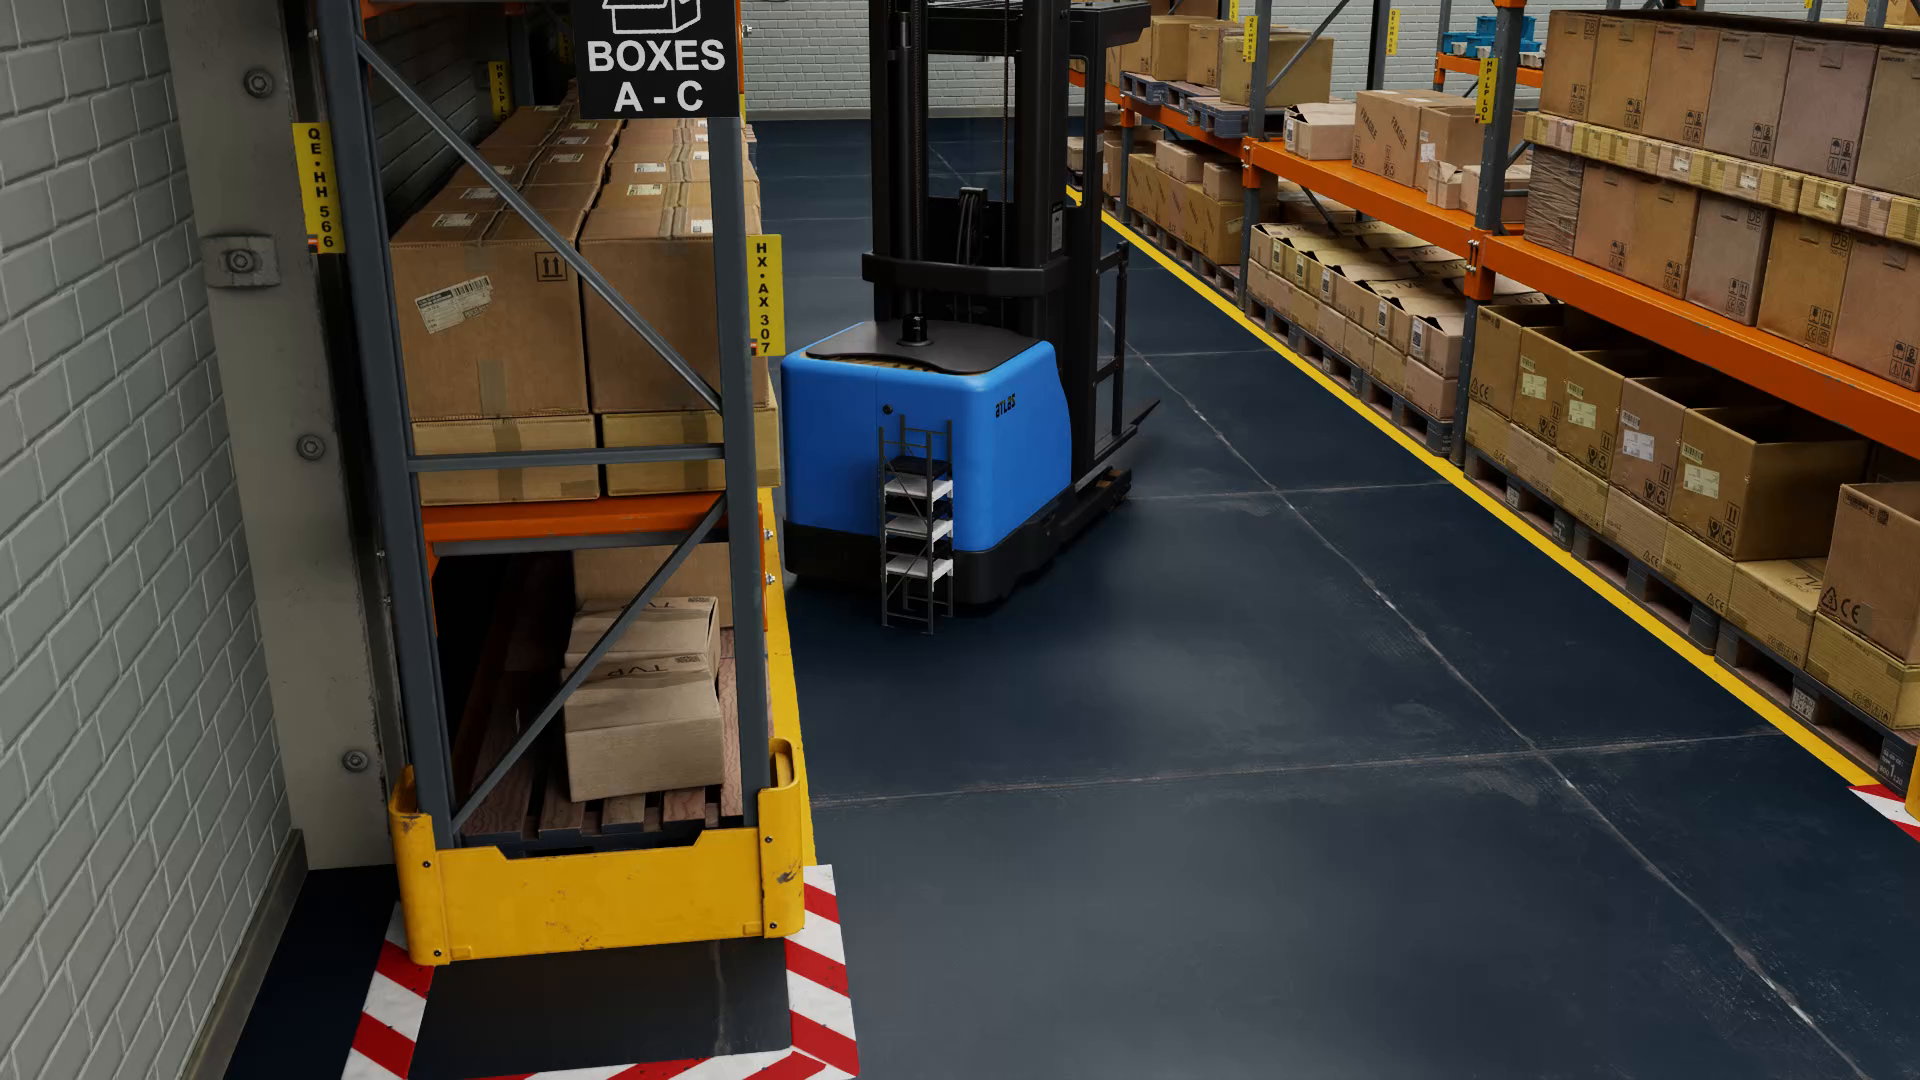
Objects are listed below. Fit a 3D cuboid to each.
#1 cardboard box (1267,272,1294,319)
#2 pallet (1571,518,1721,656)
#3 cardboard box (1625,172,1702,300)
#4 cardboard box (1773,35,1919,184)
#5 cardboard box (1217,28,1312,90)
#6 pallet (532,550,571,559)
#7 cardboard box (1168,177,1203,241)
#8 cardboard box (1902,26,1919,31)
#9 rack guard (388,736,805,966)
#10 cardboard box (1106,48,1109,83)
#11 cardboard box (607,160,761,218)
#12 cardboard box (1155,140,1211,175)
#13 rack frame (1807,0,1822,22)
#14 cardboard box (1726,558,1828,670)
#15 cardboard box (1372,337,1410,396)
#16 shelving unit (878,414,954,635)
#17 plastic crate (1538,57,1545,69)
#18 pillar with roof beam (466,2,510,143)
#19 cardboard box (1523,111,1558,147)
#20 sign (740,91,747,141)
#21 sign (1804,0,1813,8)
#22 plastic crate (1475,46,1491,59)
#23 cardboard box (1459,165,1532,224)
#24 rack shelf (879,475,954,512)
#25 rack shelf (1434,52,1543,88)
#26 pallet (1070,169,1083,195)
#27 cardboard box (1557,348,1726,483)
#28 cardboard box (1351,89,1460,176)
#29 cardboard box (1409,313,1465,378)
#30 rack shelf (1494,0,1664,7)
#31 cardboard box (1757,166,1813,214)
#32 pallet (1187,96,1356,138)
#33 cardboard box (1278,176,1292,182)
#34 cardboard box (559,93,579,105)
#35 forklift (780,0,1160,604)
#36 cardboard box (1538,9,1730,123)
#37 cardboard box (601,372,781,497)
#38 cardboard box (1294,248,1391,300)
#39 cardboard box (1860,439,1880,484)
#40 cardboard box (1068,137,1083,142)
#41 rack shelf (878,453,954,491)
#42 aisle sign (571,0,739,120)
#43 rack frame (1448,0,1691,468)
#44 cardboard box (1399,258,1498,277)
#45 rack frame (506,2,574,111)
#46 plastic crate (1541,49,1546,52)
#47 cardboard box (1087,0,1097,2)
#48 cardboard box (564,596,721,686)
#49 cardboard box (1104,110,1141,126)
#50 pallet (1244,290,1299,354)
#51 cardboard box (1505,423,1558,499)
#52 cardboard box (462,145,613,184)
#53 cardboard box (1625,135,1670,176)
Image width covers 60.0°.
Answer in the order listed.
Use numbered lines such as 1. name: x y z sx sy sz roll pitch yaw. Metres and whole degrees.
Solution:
1. cardboard box: 2.548 -1.776 12.015 0.500 0.250 0.500 -3 21 -9
2. pallet: 3.519 0.154 7.501 1.003 0.211 1.213 -3 21 -8
3. cardboard box: 3.488 -1.390 7.508 0.700 0.500 0.500 -3 21 -7
4. cardboard box: 3.626 -1.659 6.375 0.700 0.500 0.500 -3 21 -8
5. cardboard box: 2.545 -4.020 13.949 0.700 0.500 0.500 1 20 2
6. pallet: -1.503 -0.065 8.088 1.003 0.211 1.213 -3 21 -8
7. cardboard box: 2.167 -2.945 14.759 0.500 0.500 0.500 -4 21 -10
8. cardboard box: 11.373 -5.861 19.411 0.500 0.250 0.500 -3 21 -9
9. rack guard: -1.069 0.928 5.017 1.175 0.500 0.348 -3 21 -8
10. cardboard box: 1.712 -5.008 17.195 0.500 0.500 0.500 -2 21 -6
11. cardboard box: -0.959 -1.038 5.823 0.500 0.500 0.500 -4 21 -10
12. cardboard box: 2.086 -3.483 15.127 0.500 0.250 0.500 -3 21 -8
13. rack frame: 11.340 -6.506 21.348 1.000 3.000 0.127 -3 21 -8
14. cardboard box: 3.390 0.280 6.509 0.500 0.250 0.500 -3 21 -8
15. cardboard box: 2.849 -1.066 10.112 0.500 0.250 0.500 -3 21 -9
16. shelving unit: -0.186 -0.066 7.105 0.258 0.900 0.210 9 22 23
17. plastic crate: 6.588 -5.144 18.010 0.437 0.125 0.590 -3 21 -8
18. pillar with roof beam: 1.380 -5.520 10.135 9.100 9.000 0.400 -3 21 -8
19. cardboard box: 3.114 -2.101 8.484 0.380 0.149 0.250 -3 21 -8
20. sign: -1.099 -2.037 8.146 0.100 0.325 0.005 -3 21 -8
21. sign: 10.790 -6.923 21.114 0.100 0.325 0.005 -3 21 -8
22. plastic crate: 6.211 -5.709 19.504 0.250 0.136 0.298 -3 21 -8
23. cardboard box: 3.152 -1.951 9.367 0.500 0.250 0.500 -2 21 -4
24. rack shelf: -0.186 -0.203 7.054 0.258 0.077 0.200 9 22 23
25. rack shelf: 6.727 -5.227 18.951 1.077 0.370 4.000 -3 21 -8
26. pallet: 1.836 -3.977 18.564 1.003 0.211 1.213 -3 21 -8
27. cardboard box: 3.168 -0.590 7.767 0.500 0.500 0.500 -3 21 -8
28. cardboard box: 2.948 -2.704 11.027 0.500 0.500 0.500 -4 21 -11
29. cardboard box: 2.924 -1.150 9.536 0.500 0.311 0.500 -3 21 -8
30. rack shelf: 2.978 -3.613 10.345 1.077 0.370 4.000 -3 21 -8
31. cardboard box: 3.411 -1.390 6.579 0.380 0.149 0.250 -2 21 -6
32. pallet: 2.523 -3.379 13.250 1.213 0.211 1.003 -3 21 -8
33. cardboard box: 2.678 -2.980 14.852 0.500 0.500 0.500 -4 21 -10
34. cardboard box: -1.674 -2.033 8.599 0.700 0.500 0.500 -3 21 -8
35. forklift: 0.257 -1.572 8.237 1.130 2.935 3.031 9 22 23
36. cardboard box: 3.337 -2.354 8.235 0.700 0.500 0.500 -3 21 -7
37. cardboard box: -0.814 -0.341 5.027 0.500 0.250 0.500 -4 21 -9
38. cardboard box: 2.630 -1.855 11.423 0.500 0.311 0.500 -3 21 -9
39. cardboard box: 3.827 -0.270 6.910 0.500 0.500 0.500 -3 21 -8
40. cardboard box: 1.407 -4.550 19.412 0.500 0.250 0.500 -3 21 -8
41. rack shelf: -0.186 -0.287 7.023 0.258 0.077 0.200 9 22 23
42. aisle sign: -0.751 -1.425 4.028 0.394 0.787 0.004 -3 21 -8
43. rack frame: 3.267 -1.853 8.890 1.000 3.000 0.127 -3 21 -8
44. cardboard box: 3.231 -1.712 11.041 0.500 0.311 0.500 -2 21 -6
45. rack frame: -1.635 -1.602 8.217 1.000 3.000 0.127 -3 21 -8
46. plastic crate: 6.888 -5.590 19.186 0.298 0.136 0.250 -3 21 -8
47. cardboard box: 1.635 -5.652 17.489 0.500 0.500 0.500 -3 21 -7
48. cardboard box: -1.151 0.395 6.085 0.500 0.311 0.500 -1 21 -3
49. cardboard box: 1.859 -4.867 19.904 0.500 0.500 0.500 -3 21 -8
50. pallet: 2.770 -1.644 12.317 1.003 0.211 1.213 -3 21 -8
51. cardboard box: 3.100 -0.412 8.362 0.500 0.250 0.500 -3 21 -8
52. cardboard box: -1.551 -1.188 6.223 0.500 0.500 0.500 -3 21 -7
53. cardboard box: 3.262 -1.747 7.537 0.380 0.149 0.250 -4 21 -10
